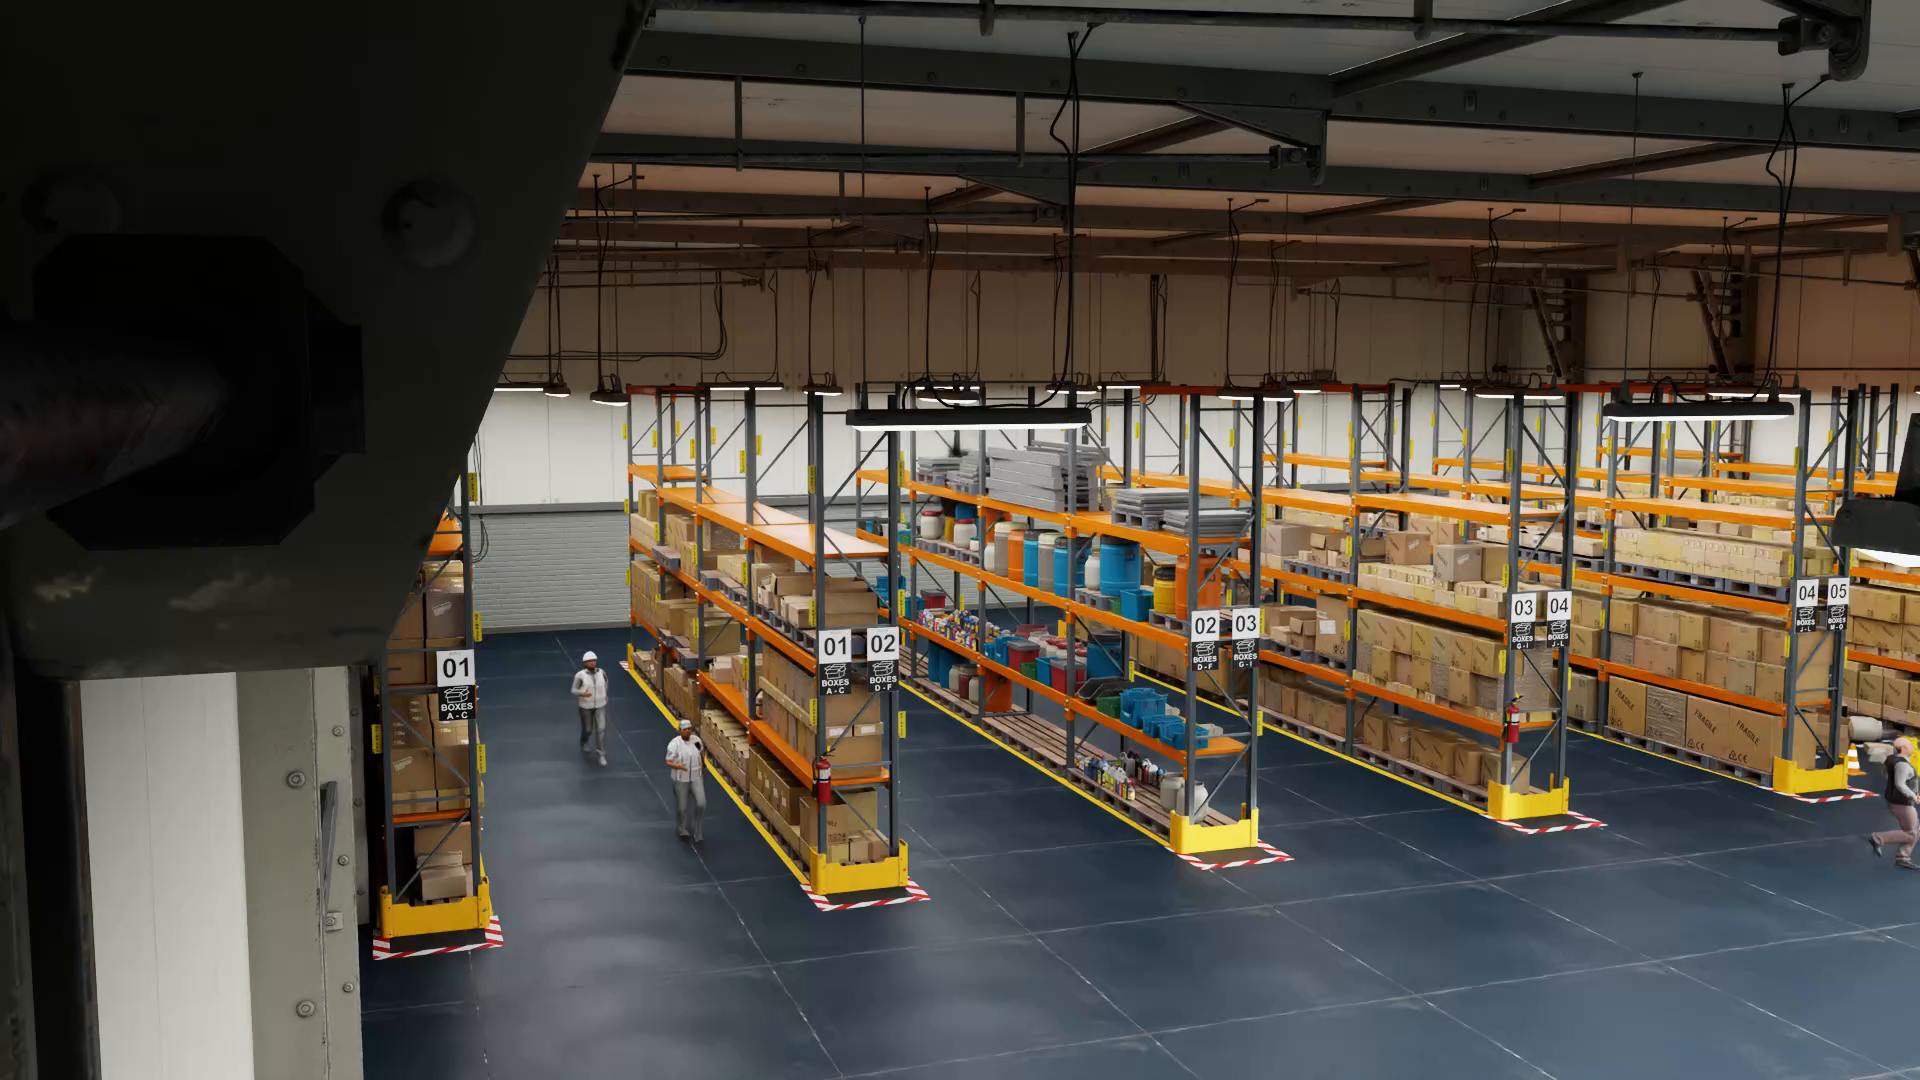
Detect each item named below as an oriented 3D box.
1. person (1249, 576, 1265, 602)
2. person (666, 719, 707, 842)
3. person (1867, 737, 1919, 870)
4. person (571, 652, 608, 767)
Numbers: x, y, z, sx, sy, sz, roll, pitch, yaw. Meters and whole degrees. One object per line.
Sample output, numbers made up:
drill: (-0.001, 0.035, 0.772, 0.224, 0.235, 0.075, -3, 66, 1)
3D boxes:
person: (6.550, 1.588, 37.676, 0.681, 1.806, 0.837, -1, 6, -9)
person: (-3.639, 3.224, 22.255, 0.580, 1.680, 0.685, -3, 6, -24)
person: (11.875, 3.333, 21.103, 0.659, 1.692, 0.673, 2, 6, 16)
person: (-5.924, 2.679, 26.750, 0.658, 1.789, 0.955, -3, 7, -27)
